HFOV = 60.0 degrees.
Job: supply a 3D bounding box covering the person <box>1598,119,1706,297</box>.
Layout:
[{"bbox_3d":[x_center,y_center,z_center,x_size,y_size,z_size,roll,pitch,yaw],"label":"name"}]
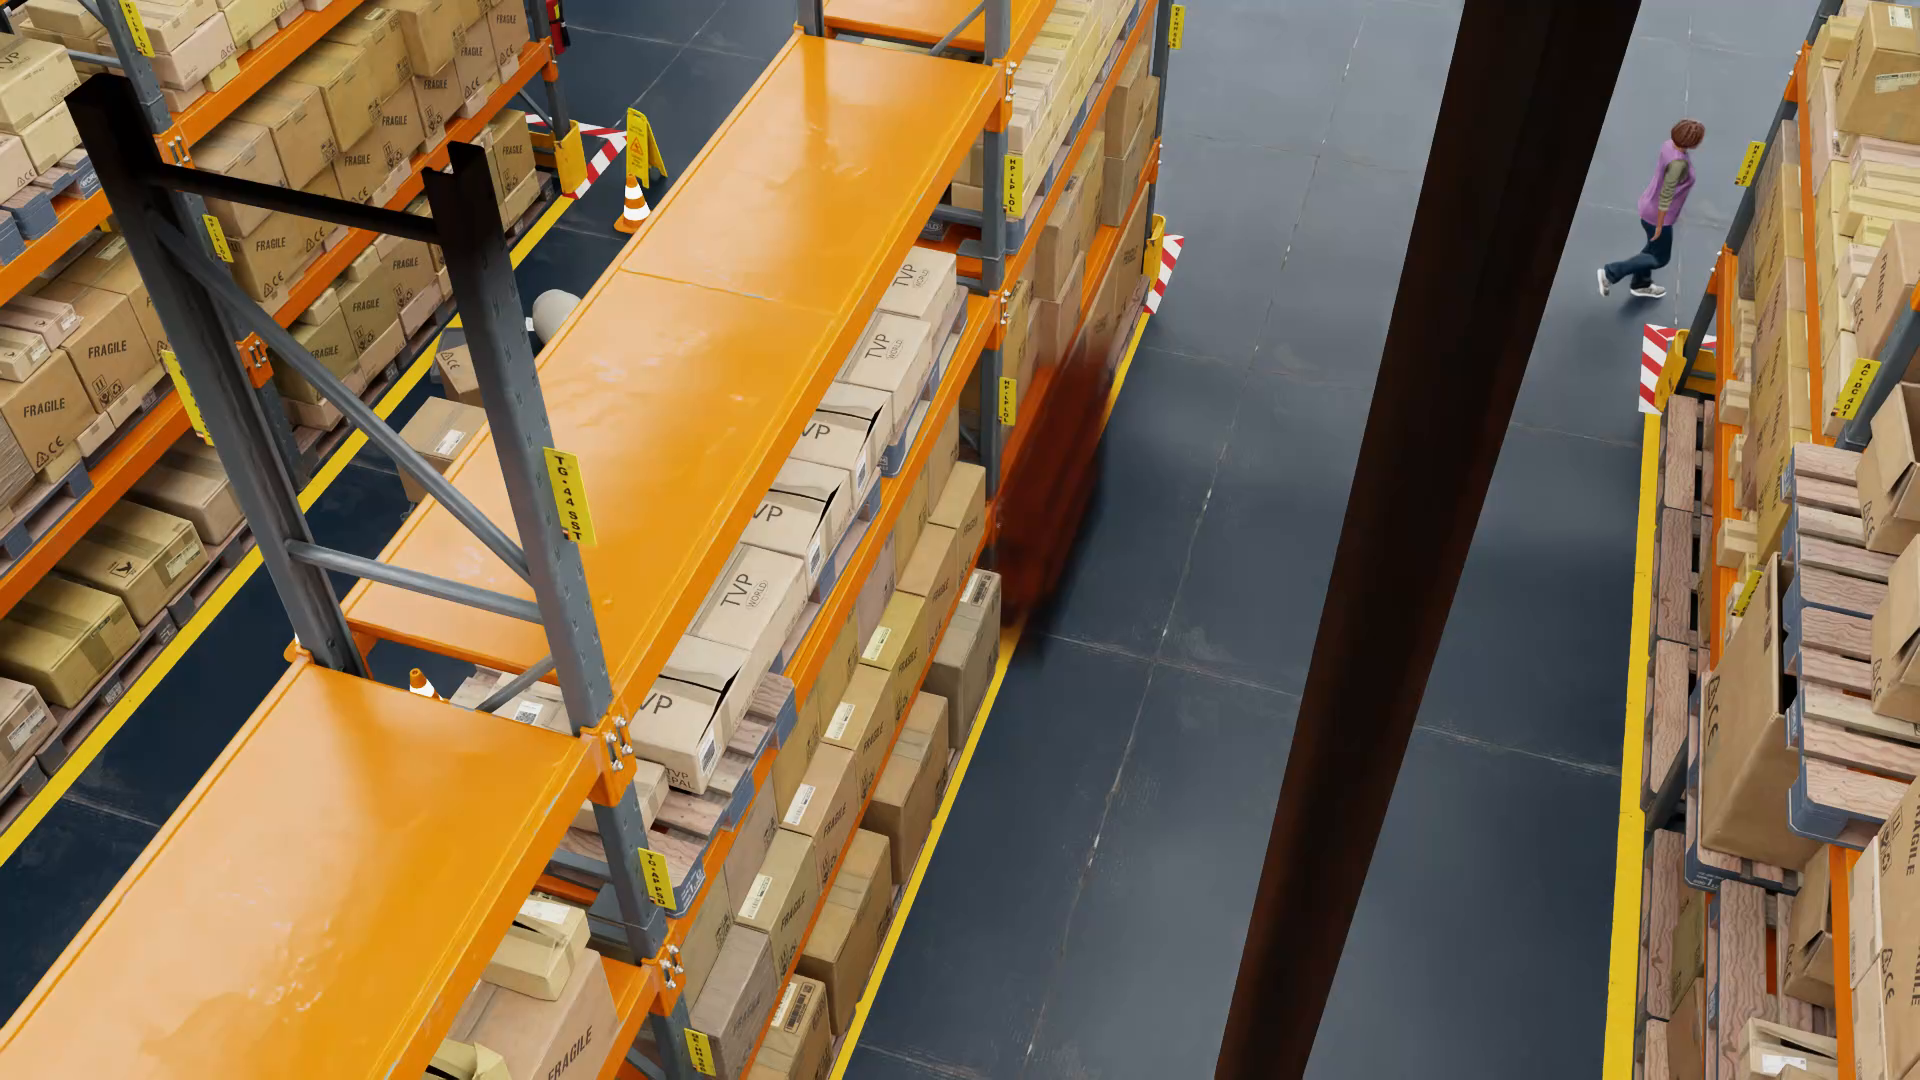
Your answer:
[{"bbox_3d":[5.199,-2.437,12.393,0.589,1.594,0.459,9,46,8],"label":"person"}]
